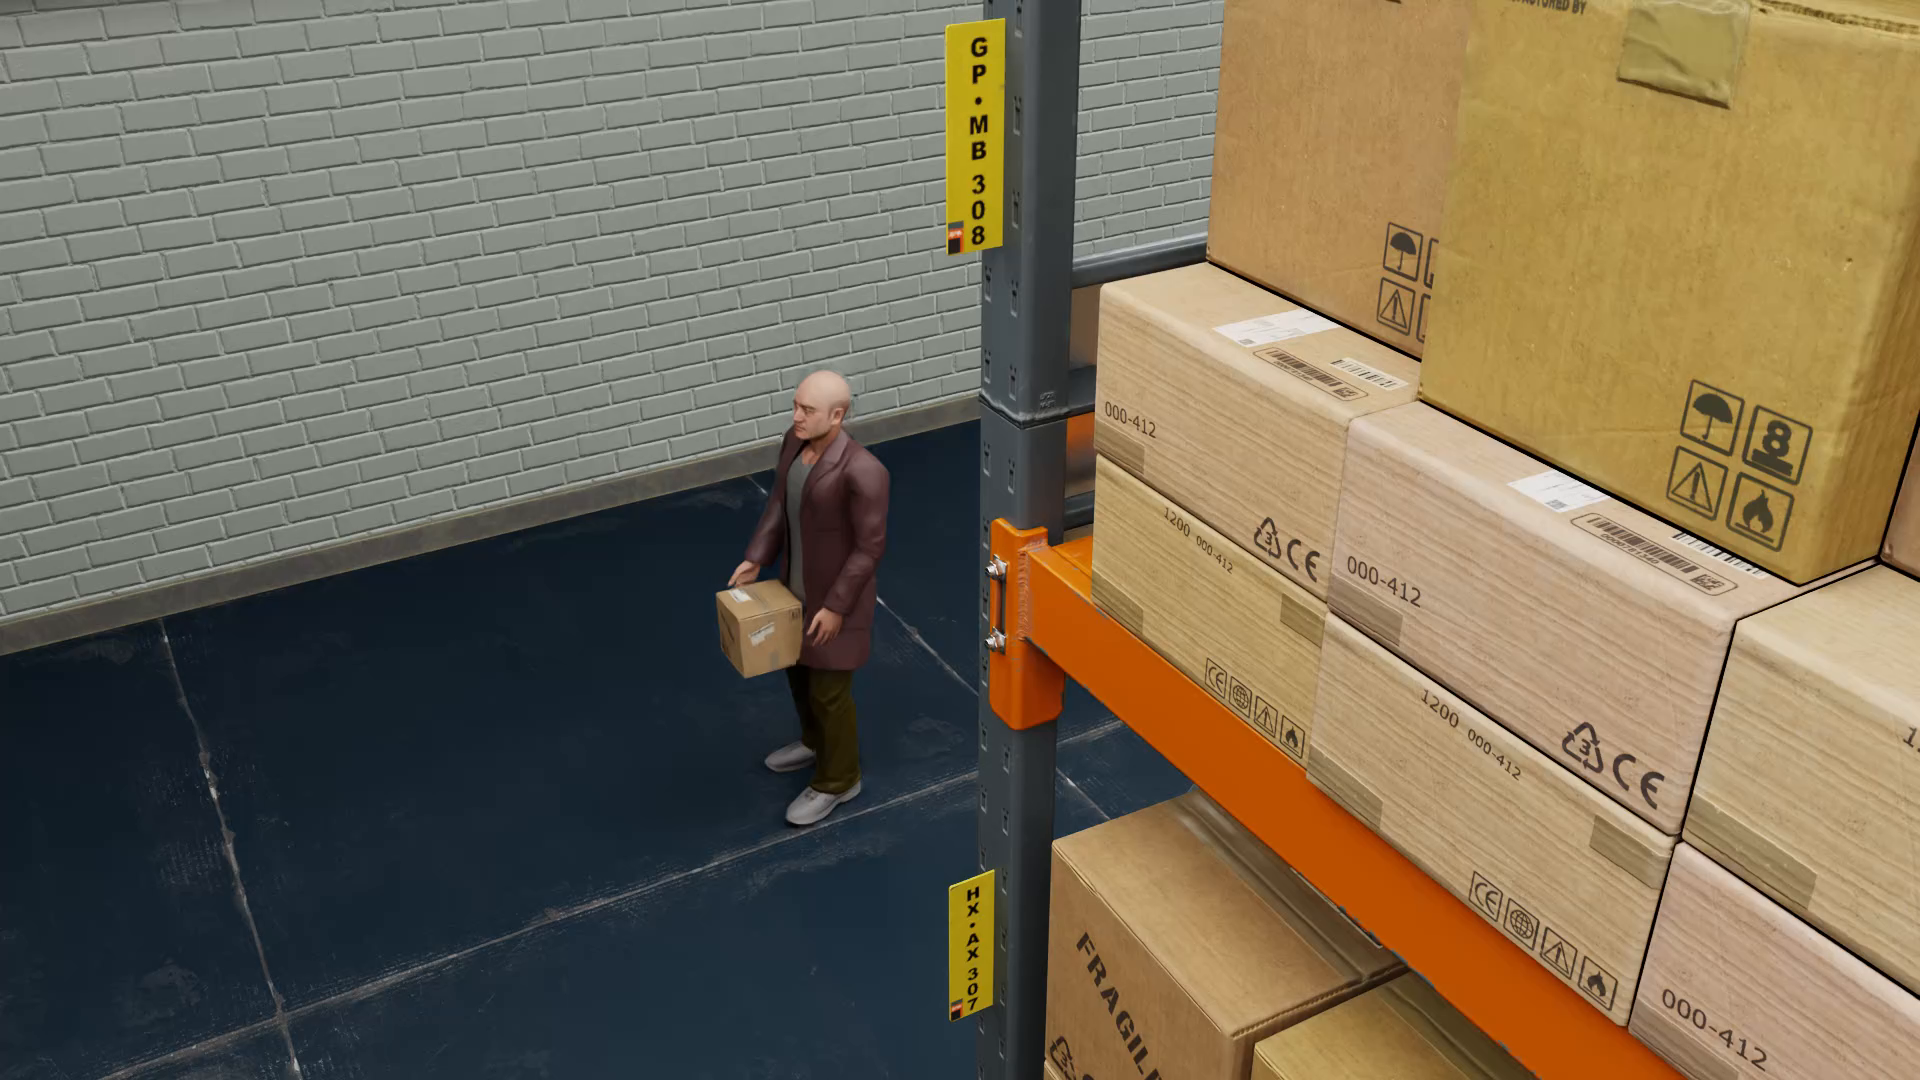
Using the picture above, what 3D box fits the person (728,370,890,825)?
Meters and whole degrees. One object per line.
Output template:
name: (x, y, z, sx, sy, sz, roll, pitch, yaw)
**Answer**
person: (-0.569, 0.212, 6.250, 0.480, 1.779, 0.621, -20, 34, -32)
